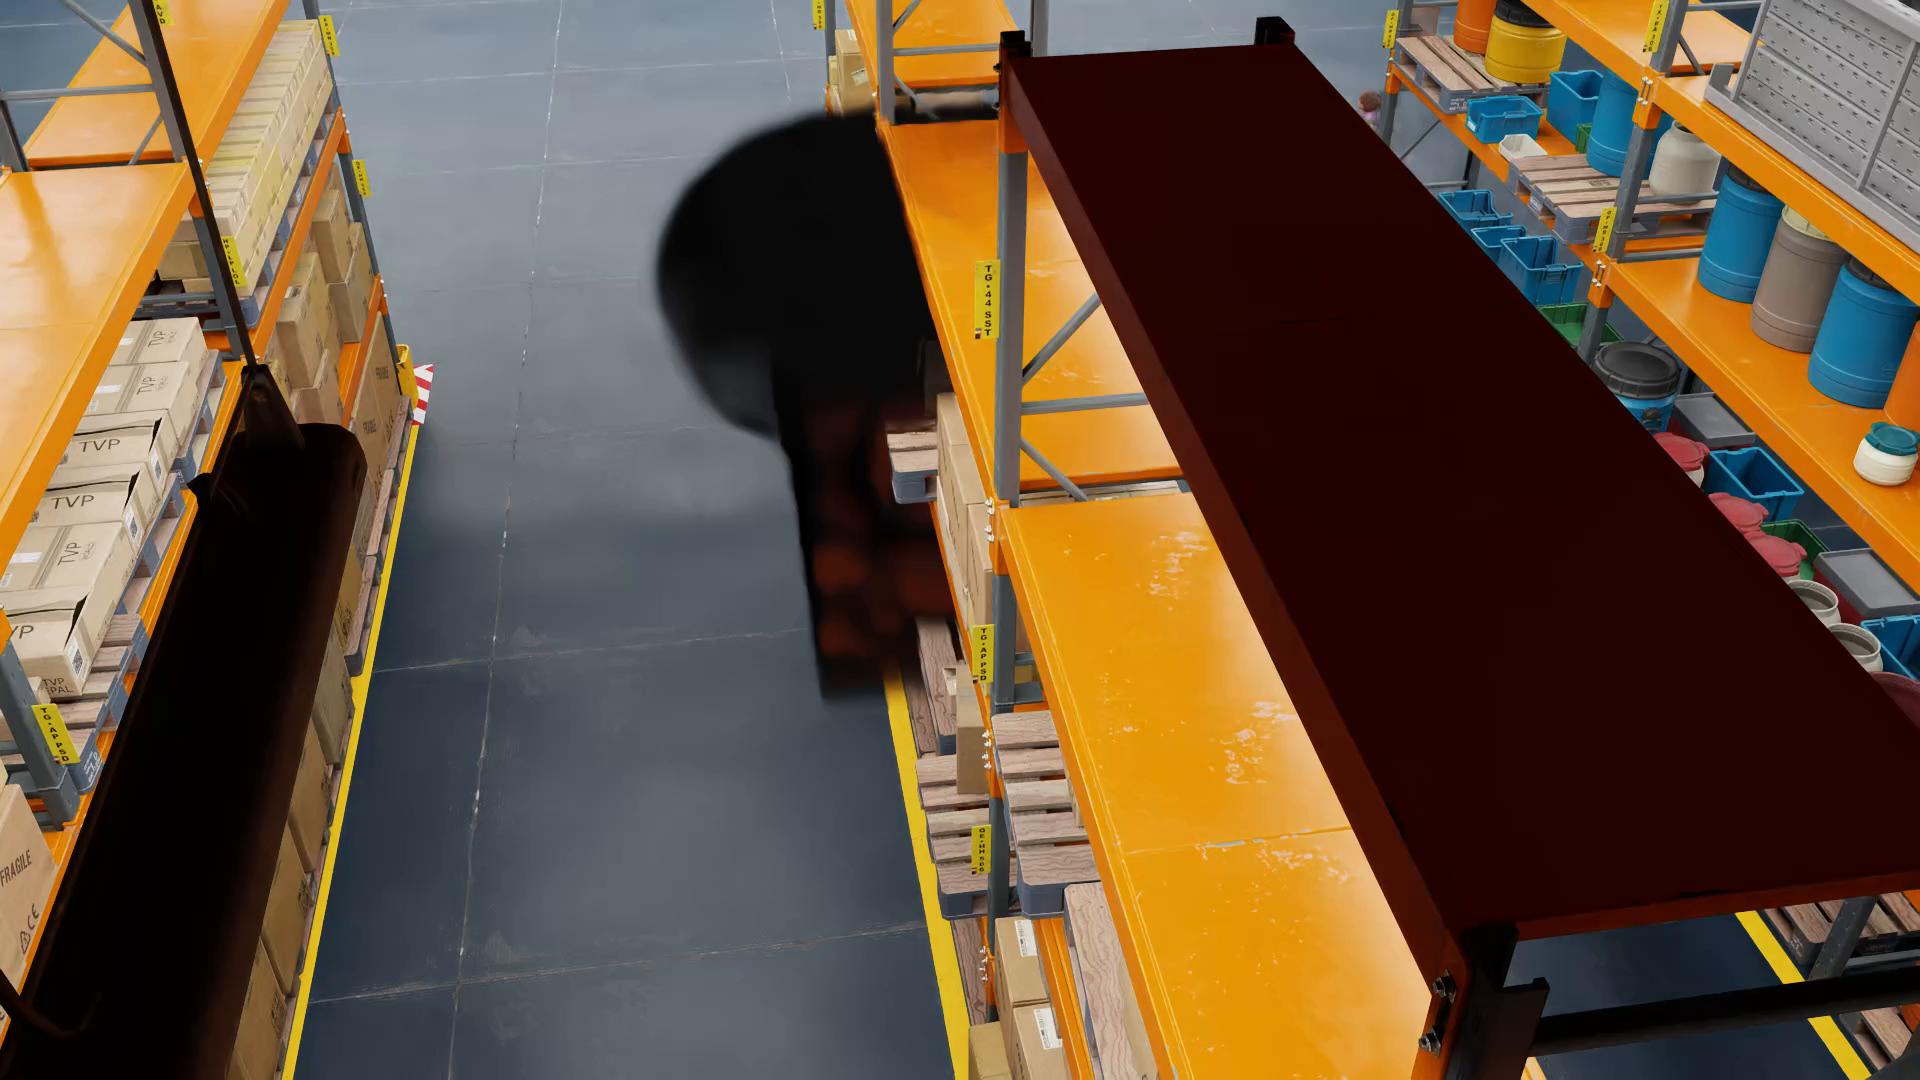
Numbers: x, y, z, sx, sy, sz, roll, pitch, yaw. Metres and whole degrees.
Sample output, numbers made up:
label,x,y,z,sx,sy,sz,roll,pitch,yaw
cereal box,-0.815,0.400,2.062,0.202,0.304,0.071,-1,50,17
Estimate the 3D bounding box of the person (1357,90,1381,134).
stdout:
label,x,y,z,sx,sy,sz,roll,pitch,yaw
person,4.257,-3.996,17.600,0.649,1.540,0.601,13,38,17
